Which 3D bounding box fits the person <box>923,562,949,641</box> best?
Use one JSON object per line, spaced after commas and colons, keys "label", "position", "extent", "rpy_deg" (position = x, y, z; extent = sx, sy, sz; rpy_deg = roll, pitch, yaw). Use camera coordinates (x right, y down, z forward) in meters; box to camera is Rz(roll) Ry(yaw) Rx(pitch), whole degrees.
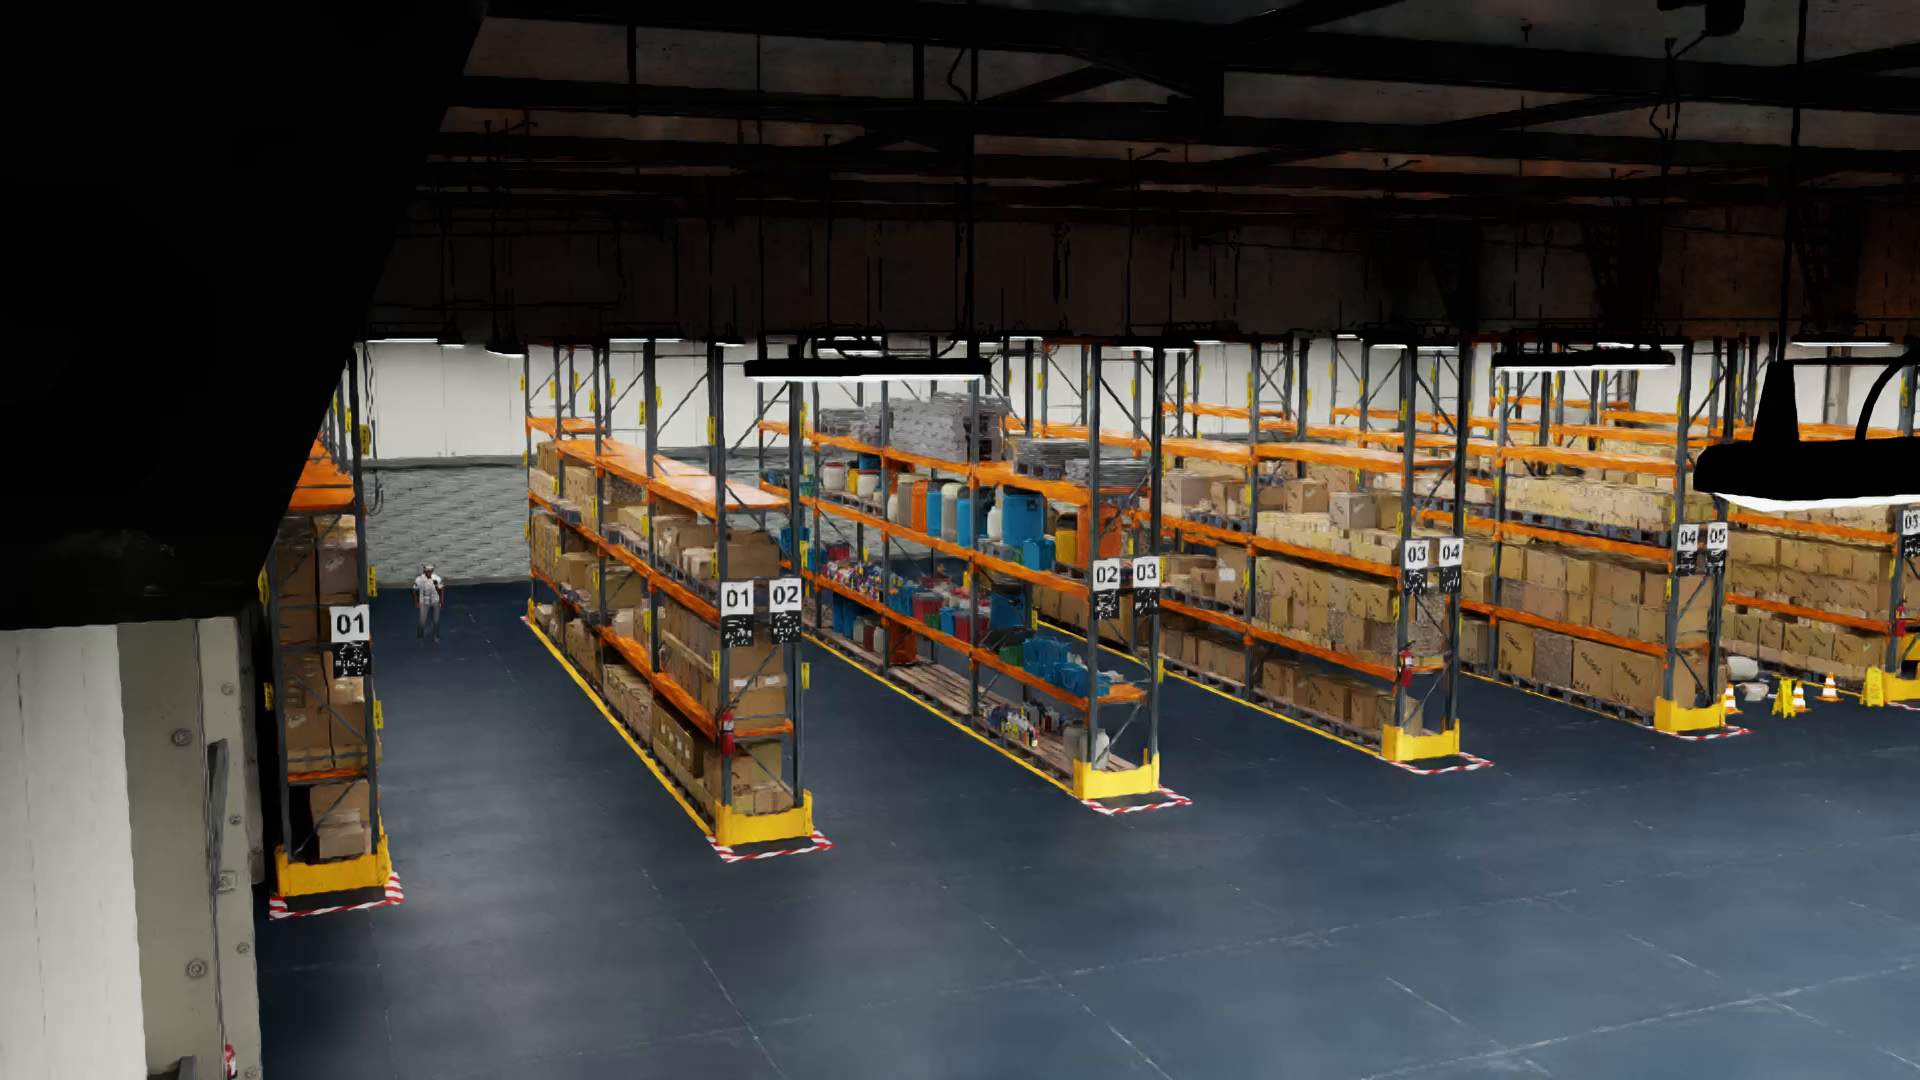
{"label": "person", "position": [-0.448, 1.202, 32.738], "extent": [0.625, 1.596, 0.510], "rpy_deg": [-3, 8, -24]}

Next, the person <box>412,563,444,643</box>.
{"label": "person", "position": [-10.360, 1.225, 32.440], "extent": [0.592, 1.629, 0.531], "rpy_deg": [-3, 8, -24]}

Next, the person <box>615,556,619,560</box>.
{"label": "person", "position": [-7.507, 0.609, 37.020], "extent": [0.458, 1.612, 1.019], "rpy_deg": [-3, 8, -23]}
